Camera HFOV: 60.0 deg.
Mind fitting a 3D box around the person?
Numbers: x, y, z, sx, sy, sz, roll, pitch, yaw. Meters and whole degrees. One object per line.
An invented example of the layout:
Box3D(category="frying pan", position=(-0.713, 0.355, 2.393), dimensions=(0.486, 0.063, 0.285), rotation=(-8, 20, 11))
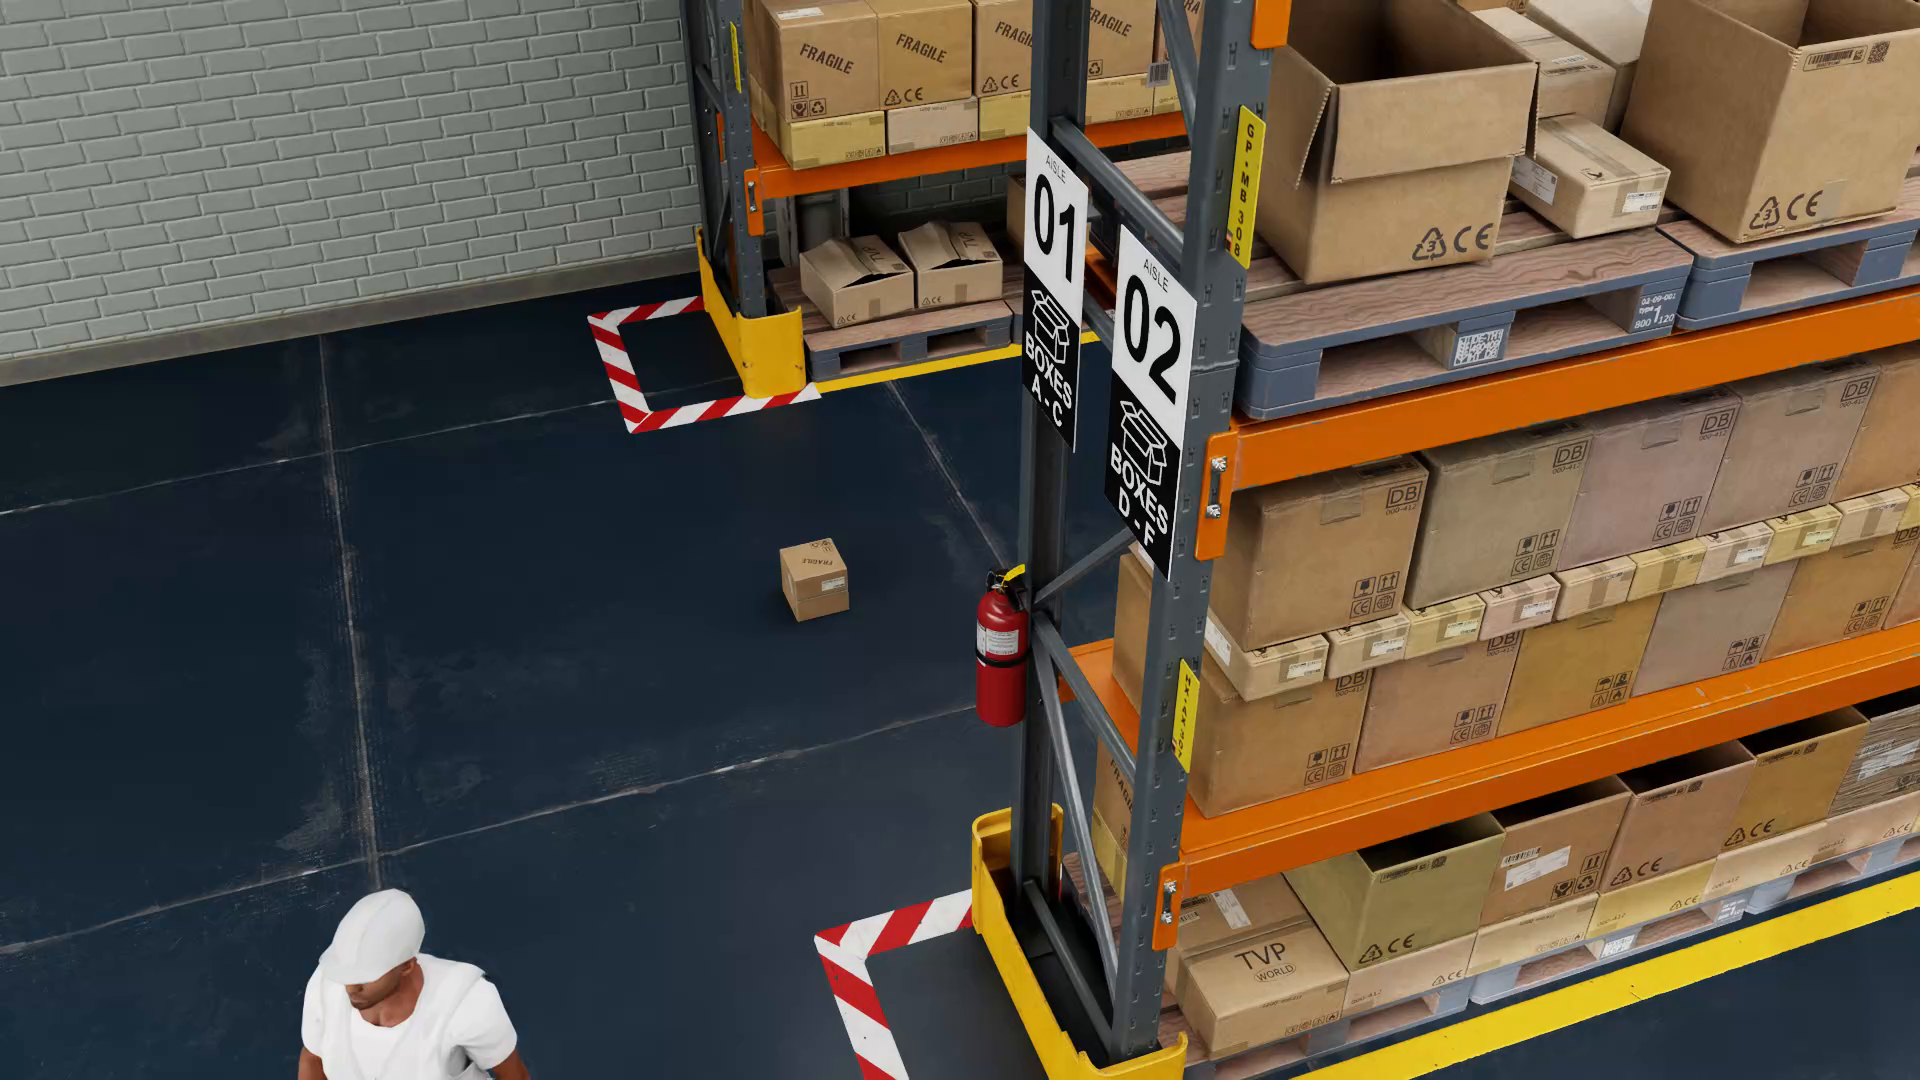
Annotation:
Box3D(category="person", position=(-1.533, 1.647, 4.622), dimensions=(0.601, 1.722, 1.032), rotation=(11, 39, 14))
